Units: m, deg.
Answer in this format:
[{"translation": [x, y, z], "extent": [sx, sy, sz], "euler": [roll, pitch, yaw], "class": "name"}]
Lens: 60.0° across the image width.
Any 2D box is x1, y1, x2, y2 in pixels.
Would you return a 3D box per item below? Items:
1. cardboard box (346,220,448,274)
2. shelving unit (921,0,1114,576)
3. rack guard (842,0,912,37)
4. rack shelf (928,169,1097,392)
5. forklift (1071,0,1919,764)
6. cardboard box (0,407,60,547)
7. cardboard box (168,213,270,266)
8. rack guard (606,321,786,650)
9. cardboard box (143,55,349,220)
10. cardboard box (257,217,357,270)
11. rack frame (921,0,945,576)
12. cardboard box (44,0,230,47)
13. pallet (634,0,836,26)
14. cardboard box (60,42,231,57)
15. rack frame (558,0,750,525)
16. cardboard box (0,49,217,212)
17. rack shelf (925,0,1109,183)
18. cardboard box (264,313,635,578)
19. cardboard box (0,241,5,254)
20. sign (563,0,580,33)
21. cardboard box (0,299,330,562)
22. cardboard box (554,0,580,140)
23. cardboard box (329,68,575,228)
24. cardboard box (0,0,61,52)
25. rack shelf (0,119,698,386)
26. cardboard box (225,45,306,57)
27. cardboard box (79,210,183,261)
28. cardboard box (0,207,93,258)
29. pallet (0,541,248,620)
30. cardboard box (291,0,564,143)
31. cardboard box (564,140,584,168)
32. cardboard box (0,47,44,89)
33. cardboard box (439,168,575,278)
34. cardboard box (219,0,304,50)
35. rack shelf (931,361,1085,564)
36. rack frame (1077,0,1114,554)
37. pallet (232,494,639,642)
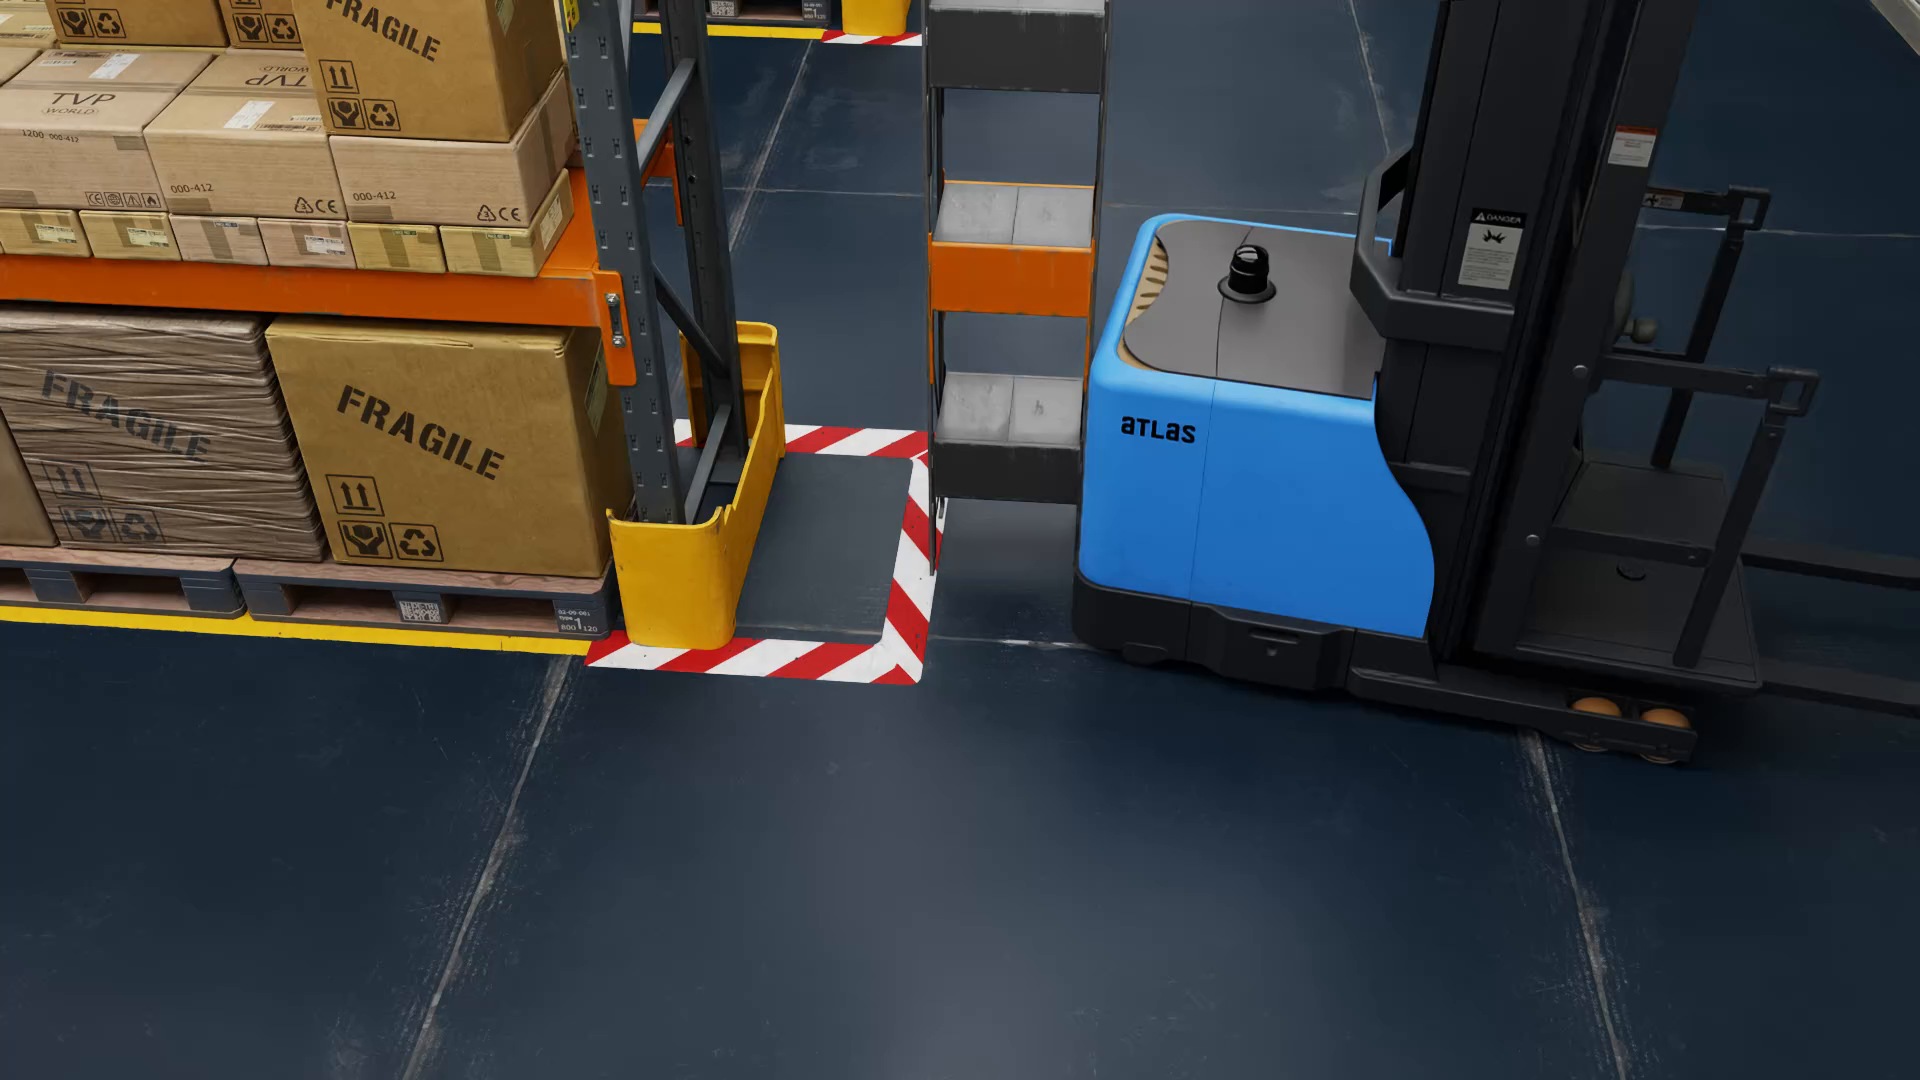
[{"translation": [-1.527, -0.914, 4.696], "extent": [0.250, 0.149, 0.380], "euler": [4, 39, 4], "class": "cardboard box"}, {"translation": [0.165, -0.805, 5.076], "extent": [0.503, 2.100, 0.431], "euler": [3, 39, 4], "class": "shelving unit"}, {"translation": [-0.432, -3.339, 9.456], "extent": [0.348, 0.500, 1.175], "euler": [3, 39, 4], "class": "rack guard"}, {"translation": [0.165, -0.795, 5.085], "extent": [0.480, 0.518, 0.431], "euler": [3, 39, 4], "class": "rack shelf"}, {"translation": [1.929, -0.846, 4.468], "extent": [3.031, 2.935, 1.130], "euler": [9, 40, 11], "class": "forklift"}, {"translation": [-3.323, -0.608, 5.471], "extent": [0.875, 0.875, 0.875], "euler": [3, 39, 4], "class": "cardboard box"}, {"translation": [-2.027, -0.943, 4.731], "extent": [0.250, 0.149, 0.380], "euler": [4, 39, 5], "class": "cardboard box"}, {"translation": [-0.861, -0.216, 5.619], "extent": [0.348, 0.500, 1.175], "euler": [3, 39, 4], "class": "rack guard"}, {"translation": [-1.896, -1.131, 4.647], "extent": [0.500, 0.250, 0.500], "euler": [2, 39, 3], "class": "cardboard box"}, {"translation": [-1.778, -0.929, 4.714], "extent": [0.250, 0.149, 0.380], "euler": [3, 39, 4], "class": "cardboard box"}, {"translation": [-0.078, -0.819, 5.092], "extent": [0.015, 2.100, 0.400], "euler": [3, 39, 4], "class": "rack frame"}, {"translation": [-2.354, -1.782, 4.852], "extent": [0.500, 0.500, 0.500], "euler": [2, 39, 3], "class": "cardboard box"}, {"translation": [-1.276, -3.289, 9.624], "extent": [1.213, 0.211, 1.003], "euler": [3, 39, 4], "class": "pallet"}, {"translation": [-2.358, -1.493, 5.092], "extent": [0.500, 0.250, 0.500], "euler": [2, 39, 2], "class": "cardboard box"}, {"translation": [-0.885, -1.186, 4.831], "extent": [0.127, 3.000, 1.000], "euler": [3, 39, 4], "class": "rack frame"}, {"translation": [-2.403, -1.159, 4.680], "extent": [0.500, 0.250, 0.500], "euler": [2, 39, 2], "class": "cardboard box"}, {"translation": [0.165, -1.338, 4.643], "extent": [0.480, 0.518, 0.431], "euler": [3, 39, 4], "class": "rack shelf"}, {"translation": [-1.529, -0.510, 5.351], "extent": [0.875, 0.875, 0.875], "euler": [3, 39, 4], "class": "cardboard box"}, {"translation": [-2.791, -0.985, 4.783], "extent": [0.250, 0.149, 0.380], "euler": [4, 39, 5], "class": "cardboard box"}, {"translation": [-0.945, -1.387, 3.973], "extent": [0.005, 0.325, 0.100], "euler": [3, 39, 4], "class": "sign"}, {"translation": [-2.436, -0.559, 5.411], "extent": [0.875, 0.875, 0.875], "euler": [3, 39, 4], "class": "cardboard box"}, {"translation": [-1.340, -1.440, 5.026], "extent": [0.500, 0.250, 0.500], "euler": [2, 39, 3], "class": "cardboard box"}, {"translation": [-1.390, -1.103, 4.612], "extent": [0.500, 0.250, 0.500], "euler": [3, 39, 3], "class": "cardboard box"}, {"translation": [-2.879, -1.518, 5.123], "extent": [0.500, 0.250, 0.500], "euler": [2, 39, 3], "class": "cardboard box"}, {"translation": [-2.877, -1.016, 5.192], "extent": [4.000, 0.370, 1.077], "euler": [3, 39, 4], "class": "rack shelf"}, {"translation": [-1.858, -1.464, 5.055], "extent": [0.500, 0.250, 0.500], "euler": [3, 39, 3], "class": "cardboard box"}, {"translation": [-2.286, -0.956, 4.747], "extent": [0.250, 0.149, 0.380], "euler": [2, 39, 3], "class": "cardboard box"}, {"translation": [-2.544, -0.970, 4.764], "extent": [0.250, 0.149, 0.380], "euler": [3, 39, 4], "class": "cardboard box"}, {"translation": [-2.900, -0.167, 5.788], "extent": [1.213, 0.211, 1.003], "euler": [3, 39, 4], "class": "pallet"}, {"translation": [-1.393, -1.396, 4.378], "extent": [0.500, 0.500, 0.500], "euler": [4, 39, 4], "class": "cardboard box"}, {"translation": [-1.210, -1.316, 5.189], "extent": [0.250, 0.149, 0.380], "euler": [4, 39, 4], "class": "cardboard box"}, {"translation": [-2.922, -1.184, 4.712], "extent": [0.500, 0.250, 0.500], "euler": [3, 39, 4], "class": "cardboard box"}, {"translation": [-1.268, -0.901, 4.680], "extent": [0.250, 0.149, 0.380], "euler": [4, 39, 5], "class": "cardboard box"}, {"translation": [-1.838, -1.758, 4.822], "extent": [0.500, 0.500, 0.500], "euler": [2, 39, 3], "class": "cardboard box"}, {"translation": [0.165, -0.252, 5.527], "extent": [0.480, 0.518, 0.431], "euler": [3, 39, 4], "class": "rack shelf"}, {"translation": [0.408, -0.792, 5.060], "extent": [0.015, 2.100, 0.400], "euler": [3, 39, 4], "class": "rack frame"}, {"translation": [-1.688, -0.099, 5.705], "extent": [1.213, 0.211, 1.003], "euler": [3, 39, 4], "class": "pallet"}]
